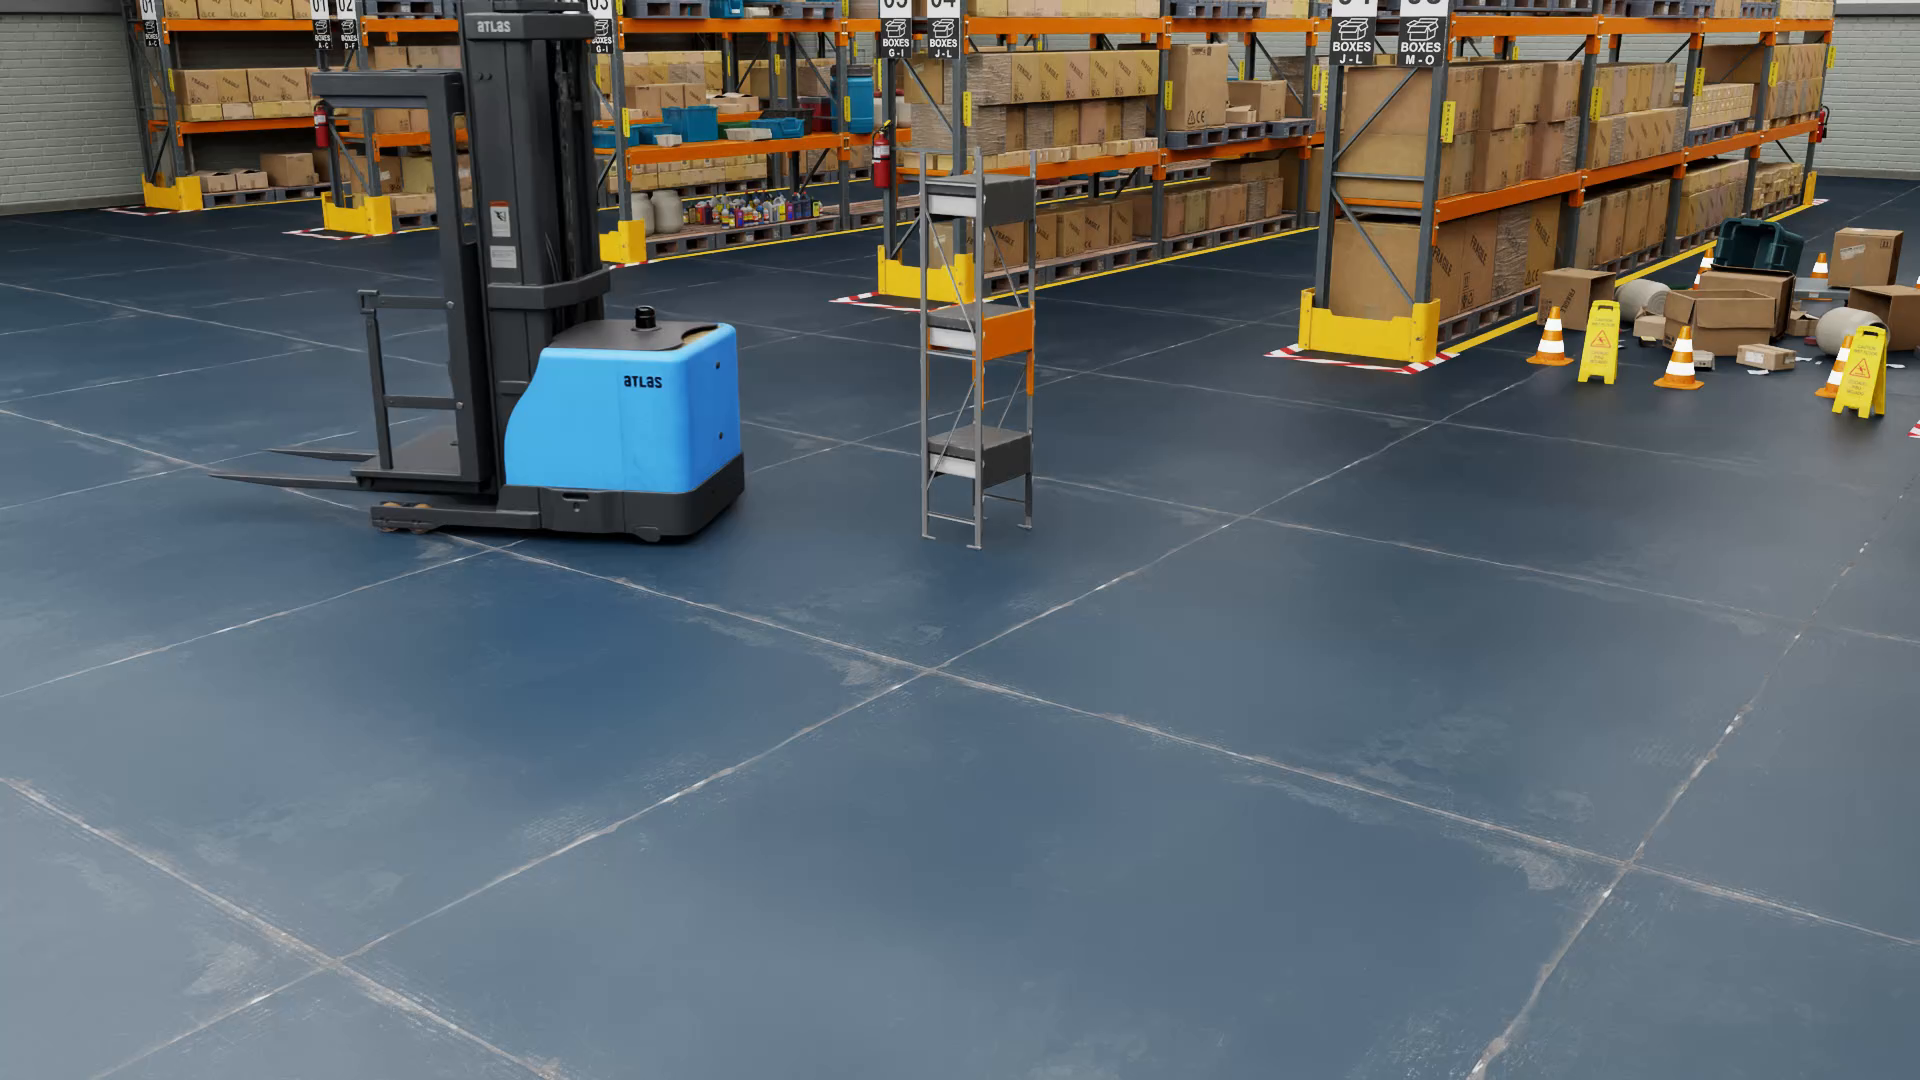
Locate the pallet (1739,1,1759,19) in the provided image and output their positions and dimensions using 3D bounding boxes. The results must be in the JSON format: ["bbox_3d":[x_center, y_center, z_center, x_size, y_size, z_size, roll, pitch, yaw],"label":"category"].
[{"bbox_3d":[9.637,-6.899,21.662,1.213,0.211,1.003,12,21,35],"label":"pallet"}]

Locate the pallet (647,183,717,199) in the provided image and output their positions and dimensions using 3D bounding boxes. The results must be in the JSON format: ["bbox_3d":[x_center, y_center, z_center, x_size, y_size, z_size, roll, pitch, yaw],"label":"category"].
[{"bbox_3d":[-4.804,-5.821,27.633,1.003,0.211,1.213,12,21,35],"label":"pallet"}]

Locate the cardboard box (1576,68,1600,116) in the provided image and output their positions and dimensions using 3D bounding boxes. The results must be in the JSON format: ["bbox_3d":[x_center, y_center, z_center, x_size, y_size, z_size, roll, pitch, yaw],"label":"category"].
[{"bbox_3d":[6.230,-4.671,17.374,0.700,0.500,0.500,12,21,34],"label":"cardboard box"}]

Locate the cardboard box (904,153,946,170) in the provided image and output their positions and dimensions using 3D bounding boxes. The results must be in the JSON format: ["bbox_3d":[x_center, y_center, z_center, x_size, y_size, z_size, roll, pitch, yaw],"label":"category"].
[{"bbox_3d":[-0.363,-3.959,17.358,0.380,0.149,0.250,12,21,35],"label":"cardboard box"}]

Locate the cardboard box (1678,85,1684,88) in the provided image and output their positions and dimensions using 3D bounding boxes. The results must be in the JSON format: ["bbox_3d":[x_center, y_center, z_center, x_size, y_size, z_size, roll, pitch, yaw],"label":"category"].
[{"bbox_3d":[9.483,-6.036,22.336,0.380,0.149,0.250,12,21,34],"label":"cardboard box"}]

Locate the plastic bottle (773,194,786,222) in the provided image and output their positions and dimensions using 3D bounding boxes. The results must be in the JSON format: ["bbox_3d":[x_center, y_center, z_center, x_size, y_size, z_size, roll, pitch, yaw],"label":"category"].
[{"bbox_3d":[-2.421,-4.421,22.146,0.144,0.351,0.185,12,21,34],"label":"plastic bottle"}]

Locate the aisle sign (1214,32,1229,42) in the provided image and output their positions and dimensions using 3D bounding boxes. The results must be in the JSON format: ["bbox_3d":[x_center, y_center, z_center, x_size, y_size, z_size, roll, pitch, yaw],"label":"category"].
[{"bbox_3d":[4.993,-9.972,31.913,0.394,0.787,0.004,12,21,35],"label":"aisle sign"}]

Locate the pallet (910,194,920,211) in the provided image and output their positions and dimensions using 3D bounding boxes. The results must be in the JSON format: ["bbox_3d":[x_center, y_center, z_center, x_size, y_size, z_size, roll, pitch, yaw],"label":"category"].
[{"bbox_3d":[-0.071,-5.246,25.780,1.003,0.211,1.213,12,21,35],"label":"pallet"}]

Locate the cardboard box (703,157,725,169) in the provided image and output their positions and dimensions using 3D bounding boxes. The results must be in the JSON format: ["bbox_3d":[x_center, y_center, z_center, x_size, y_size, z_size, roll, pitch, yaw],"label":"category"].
[{"bbox_3d":[-4.276,-6.374,27.693,0.500,0.311,0.500,12,21,34],"label":"cardboard box"}]

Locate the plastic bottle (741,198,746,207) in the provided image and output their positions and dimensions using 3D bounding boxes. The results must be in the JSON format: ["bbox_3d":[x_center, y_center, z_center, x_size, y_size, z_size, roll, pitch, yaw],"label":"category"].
[{"bbox_3d":[-2.946,-4.504,22.549,0.097,0.271,0.097,0,17,0],"label":"plastic bottle"}]

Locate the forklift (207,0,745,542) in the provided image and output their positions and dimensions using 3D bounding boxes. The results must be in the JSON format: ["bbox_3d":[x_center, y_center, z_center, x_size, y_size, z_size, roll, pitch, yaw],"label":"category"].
[{"bbox_3d":[-2.856,-1.583,9.400,3.031,2.935,1.130,3,18,10],"label":"forklift"}]

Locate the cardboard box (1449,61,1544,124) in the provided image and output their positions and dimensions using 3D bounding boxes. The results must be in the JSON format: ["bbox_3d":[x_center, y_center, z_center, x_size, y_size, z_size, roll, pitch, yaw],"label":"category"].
[{"bbox_3d":[5.025,-4.276,15.883,0.875,0.550,0.550,12,21,35],"label":"cardboard box"}]

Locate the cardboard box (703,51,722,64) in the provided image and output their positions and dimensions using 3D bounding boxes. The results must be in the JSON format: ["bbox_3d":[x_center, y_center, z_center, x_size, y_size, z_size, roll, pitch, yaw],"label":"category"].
[{"bbox_3d":[-5.224,-9.860,33.967,0.500,0.250,0.500,13,22,36],"label":"cardboard box"}]

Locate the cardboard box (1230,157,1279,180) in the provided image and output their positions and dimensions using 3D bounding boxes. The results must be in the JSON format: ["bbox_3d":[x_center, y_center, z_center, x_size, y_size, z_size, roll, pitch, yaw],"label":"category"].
[{"bbox_3d":[4.024,-5.090,22.784,0.500,0.250,0.500,13,22,37],"label":"cardboard box"}]

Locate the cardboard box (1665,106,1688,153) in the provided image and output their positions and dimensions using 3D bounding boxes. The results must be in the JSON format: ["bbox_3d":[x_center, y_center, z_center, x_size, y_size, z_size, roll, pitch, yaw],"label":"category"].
[{"bbox_3d":[8.270,-4.872,19.708,0.500,0.500,0.500,12,21,35],"label":"cardboard box"}]

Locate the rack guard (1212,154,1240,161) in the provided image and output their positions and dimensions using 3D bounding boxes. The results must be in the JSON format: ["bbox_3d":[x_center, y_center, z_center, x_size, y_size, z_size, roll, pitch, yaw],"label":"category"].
[{"bbox_3d":[5.192,-7.475,32.471,1.175,0.500,0.348,12,21,35],"label":"rack guard"}]

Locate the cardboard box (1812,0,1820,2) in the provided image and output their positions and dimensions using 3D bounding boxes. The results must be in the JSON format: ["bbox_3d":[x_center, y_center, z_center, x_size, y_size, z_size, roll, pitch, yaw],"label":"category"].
[{"bbox_3d":[12.408,-8.086,24.577,0.500,0.250,0.500,13,21,35],"label":"cardboard box"}]

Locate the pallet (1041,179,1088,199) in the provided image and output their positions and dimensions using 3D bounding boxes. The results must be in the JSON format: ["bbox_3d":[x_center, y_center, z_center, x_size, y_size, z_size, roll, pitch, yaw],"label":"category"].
[{"bbox_3d":[1.585,-5.908,27.913,1.003,0.211,1.213,12,21,35],"label":"pallet"}]

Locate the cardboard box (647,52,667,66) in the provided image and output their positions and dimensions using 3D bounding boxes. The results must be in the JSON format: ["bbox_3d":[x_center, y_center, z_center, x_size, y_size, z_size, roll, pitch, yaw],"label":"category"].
[{"bbox_3d":[-6.144,-9.497,32.798,0.500,0.250,0.500,12,21,34],"label":"cardboard box"}]

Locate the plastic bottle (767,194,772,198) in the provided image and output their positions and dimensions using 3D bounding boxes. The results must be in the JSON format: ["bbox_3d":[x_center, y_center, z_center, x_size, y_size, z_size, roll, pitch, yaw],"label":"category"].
[{"bbox_3d":[-2.674,-4.632,22.951,0.152,0.276,0.135,13,22,37],"label":"plastic bottle"}]

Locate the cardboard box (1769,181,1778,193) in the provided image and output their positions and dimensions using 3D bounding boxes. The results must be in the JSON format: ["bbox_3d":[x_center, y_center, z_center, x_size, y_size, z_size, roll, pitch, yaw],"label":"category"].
[{"bbox_3d":[11.921,-5.258,24.714,0.380,0.149,0.250,12,21,34],"label":"cardboard box"}]

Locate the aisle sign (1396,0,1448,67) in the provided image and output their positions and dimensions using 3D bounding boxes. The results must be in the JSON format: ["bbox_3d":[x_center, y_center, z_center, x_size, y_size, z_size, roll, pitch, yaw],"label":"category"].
[{"bbox_3d":[3.754,-4.246,13.474,0.394,0.787,0.004,12,21,35],"label":"aisle sign"}]

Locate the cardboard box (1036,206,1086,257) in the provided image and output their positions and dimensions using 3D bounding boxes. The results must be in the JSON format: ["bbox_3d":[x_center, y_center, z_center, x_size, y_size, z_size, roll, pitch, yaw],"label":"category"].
[{"bbox_3d":[1.103,-3.546,19.113,0.500,0.500,0.500,10,20,30],"label":"cardboard box"}]

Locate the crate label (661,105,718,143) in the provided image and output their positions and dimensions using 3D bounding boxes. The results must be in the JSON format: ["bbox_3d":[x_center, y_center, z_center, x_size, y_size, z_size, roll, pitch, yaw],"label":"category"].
[{"bbox_3d":[-3.466,-5.353,21.363,0.502,0.435,0.616,12,21,35],"label":"crate label"}]

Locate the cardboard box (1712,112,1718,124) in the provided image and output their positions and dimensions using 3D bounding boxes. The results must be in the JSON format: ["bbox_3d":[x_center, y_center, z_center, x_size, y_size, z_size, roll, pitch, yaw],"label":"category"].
[{"bbox_3d":[9.540,-5.447,21.442,0.380,0.149,0.250,13,21,35],"label":"cardboard box"}]

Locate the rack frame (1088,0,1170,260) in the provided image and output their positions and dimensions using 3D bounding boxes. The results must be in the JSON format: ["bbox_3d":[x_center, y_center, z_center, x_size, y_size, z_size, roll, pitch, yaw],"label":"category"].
[{"bbox_3d":[2.016,-4.927,20.053,1.000,3.000,0.127,12,21,35],"label":"rack frame"}]

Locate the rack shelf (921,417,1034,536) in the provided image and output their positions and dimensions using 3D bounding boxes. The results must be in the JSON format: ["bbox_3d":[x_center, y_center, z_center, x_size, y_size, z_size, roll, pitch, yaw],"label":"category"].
[{"bbox_3d":[0.099,-0.361,9.271,0.431,0.518,0.480,12,21,35],"label":"rack shelf"}]

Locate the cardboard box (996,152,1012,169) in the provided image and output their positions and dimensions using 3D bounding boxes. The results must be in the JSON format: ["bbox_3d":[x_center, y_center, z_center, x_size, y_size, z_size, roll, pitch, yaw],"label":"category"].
[{"bbox_3d":[0.319,-3.993,17.469,0.380,0.149,0.250,12,21,35],"label":"cardboard box"}]

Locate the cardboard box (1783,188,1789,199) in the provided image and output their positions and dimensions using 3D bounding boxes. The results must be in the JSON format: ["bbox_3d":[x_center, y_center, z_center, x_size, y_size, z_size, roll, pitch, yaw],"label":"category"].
[{"bbox_3d":[12.406,-5.302,25.358,0.380,0.149,0.250,11,21,32],"label":"cardboard box"}]

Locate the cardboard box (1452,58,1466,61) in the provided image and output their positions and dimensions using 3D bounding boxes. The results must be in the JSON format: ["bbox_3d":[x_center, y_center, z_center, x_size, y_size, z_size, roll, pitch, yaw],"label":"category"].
[{"bbox_3d":[7.879,-7.571,27.052,0.500,0.500,0.500,12,21,33],"label":"cardboard box"}]

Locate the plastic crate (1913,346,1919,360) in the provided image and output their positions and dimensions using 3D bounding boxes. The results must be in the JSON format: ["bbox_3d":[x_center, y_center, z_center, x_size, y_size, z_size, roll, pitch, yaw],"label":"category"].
[{"bbox_3d":[8.381,-1.553,14.109,0.402,0.080,0.583,5,18,16],"label":"plastic crate"}]

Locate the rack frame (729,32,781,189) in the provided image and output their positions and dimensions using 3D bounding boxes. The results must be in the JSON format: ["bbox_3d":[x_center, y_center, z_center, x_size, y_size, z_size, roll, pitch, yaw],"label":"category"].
[{"bbox_3d":[-3.554,-7.631,28.760,1.000,3.000,0.127,12,21,35],"label":"rack frame"}]

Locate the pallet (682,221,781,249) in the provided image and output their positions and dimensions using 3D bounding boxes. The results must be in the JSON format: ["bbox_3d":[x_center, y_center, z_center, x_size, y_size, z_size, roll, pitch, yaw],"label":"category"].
[{"bbox_3d":[-3.122,-4.026,21.854,1.003,0.211,1.213,12,21,35],"label":"pallet"}]

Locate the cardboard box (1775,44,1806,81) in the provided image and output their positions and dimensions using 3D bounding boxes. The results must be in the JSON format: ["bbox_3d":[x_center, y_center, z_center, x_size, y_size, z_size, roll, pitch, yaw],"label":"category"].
[{"bbox_3d":[12.099,-7.027,24.457,0.500,0.500,0.500,12,21,33],"label":"cardboard box"}]

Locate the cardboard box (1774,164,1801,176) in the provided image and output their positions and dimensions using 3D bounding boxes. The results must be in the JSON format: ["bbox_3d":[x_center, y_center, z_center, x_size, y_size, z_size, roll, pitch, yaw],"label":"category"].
[{"bbox_3d":[12.729,-5.703,25.648,0.380,0.149,0.250,12,21,33],"label":"cardboard box"}]

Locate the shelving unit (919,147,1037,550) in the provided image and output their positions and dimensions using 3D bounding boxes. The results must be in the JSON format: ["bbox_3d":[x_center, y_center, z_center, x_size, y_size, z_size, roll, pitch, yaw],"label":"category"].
[{"bbox_3d":[0.099,-1.042,9.059,0.431,2.100,0.503,12,21,35],"label":"shelving unit"}]

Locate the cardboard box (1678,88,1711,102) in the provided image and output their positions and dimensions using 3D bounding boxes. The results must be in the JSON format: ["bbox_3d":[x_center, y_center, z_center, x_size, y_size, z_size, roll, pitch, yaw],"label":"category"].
[{"bbox_3d":[9.219,-5.605,20.948,0.380,0.149,0.250,11,21,32],"label":"cardboard box"}]

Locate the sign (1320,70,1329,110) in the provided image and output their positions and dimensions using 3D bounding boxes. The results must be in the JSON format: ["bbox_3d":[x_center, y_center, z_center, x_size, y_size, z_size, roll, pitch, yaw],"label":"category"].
[{"bbox_3d":[3.128,-3.839,14.197,0.100,0.325,0.005,12,21,35],"label":"sign"}]

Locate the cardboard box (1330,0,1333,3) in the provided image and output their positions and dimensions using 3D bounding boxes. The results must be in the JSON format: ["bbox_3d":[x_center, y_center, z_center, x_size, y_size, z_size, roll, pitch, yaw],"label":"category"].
[{"bbox_3d":[5.149,-7.940,23.820,0.500,0.500,0.500,14,22,38],"label":"cardboard box"}]

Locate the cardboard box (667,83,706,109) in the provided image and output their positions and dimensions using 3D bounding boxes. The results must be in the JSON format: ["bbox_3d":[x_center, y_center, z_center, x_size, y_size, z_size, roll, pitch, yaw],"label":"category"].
[{"bbox_3d":[-4.541,-7.277,27.449,0.500,0.500,0.500,11,20,32],"label":"cardboard box"}]

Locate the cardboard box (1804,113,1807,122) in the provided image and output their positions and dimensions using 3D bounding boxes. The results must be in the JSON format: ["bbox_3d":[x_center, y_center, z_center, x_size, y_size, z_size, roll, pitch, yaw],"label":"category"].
[{"bbox_3d":[12.806,-6.522,25.613,0.380,0.149,0.250,12,21,34],"label":"cardboard box"}]

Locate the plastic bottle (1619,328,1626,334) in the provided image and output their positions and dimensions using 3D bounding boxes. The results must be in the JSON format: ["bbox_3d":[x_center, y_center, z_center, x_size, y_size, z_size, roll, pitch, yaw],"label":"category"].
[{"bbox_3d":[6.009,-1.943,15.398,0.283,0.061,0.133,5,18,16],"label":"plastic bottle"}]

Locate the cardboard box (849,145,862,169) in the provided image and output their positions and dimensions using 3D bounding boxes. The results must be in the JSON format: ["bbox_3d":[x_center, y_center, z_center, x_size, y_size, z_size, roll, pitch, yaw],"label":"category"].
[{"bbox_3d":[-2.136,-7.075,30.442,0.500,0.500,0.500,12,21,33],"label":"cardboard box"}]

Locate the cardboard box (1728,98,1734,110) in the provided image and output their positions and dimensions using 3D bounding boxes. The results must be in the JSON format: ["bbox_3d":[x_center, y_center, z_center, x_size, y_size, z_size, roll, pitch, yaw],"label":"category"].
[{"bbox_3d":[10.006,-5.776,21.999,0.380,0.149,0.250,11,20,32],"label":"cardboard box"}]

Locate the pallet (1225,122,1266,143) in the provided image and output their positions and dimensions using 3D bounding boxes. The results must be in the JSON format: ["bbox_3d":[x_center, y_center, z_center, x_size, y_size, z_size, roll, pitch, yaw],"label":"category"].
[{"bbox_3d":[3.253,-5.310,21.607,1.003,0.211,1.213,12,21,35],"label":"pallet"}]

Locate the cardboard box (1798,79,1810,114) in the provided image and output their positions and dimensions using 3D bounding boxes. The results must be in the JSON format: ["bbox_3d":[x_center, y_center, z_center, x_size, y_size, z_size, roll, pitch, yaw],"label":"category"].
[{"bbox_3d":[12.423,-6.678,25.020,0.500,0.500,0.500,13,21,35],"label":"cardboard box"}]

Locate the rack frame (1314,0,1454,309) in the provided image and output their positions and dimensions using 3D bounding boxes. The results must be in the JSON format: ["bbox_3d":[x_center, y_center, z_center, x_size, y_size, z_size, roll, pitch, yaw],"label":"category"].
[{"bbox_3d":[3.556,-3.074,14.085,1.000,3.000,0.127,12,21,35],"label":"rack frame"}]

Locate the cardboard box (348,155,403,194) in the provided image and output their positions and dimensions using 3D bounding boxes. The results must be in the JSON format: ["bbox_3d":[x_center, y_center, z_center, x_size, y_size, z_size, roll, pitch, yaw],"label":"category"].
[{"bbox_3d":[-8.240,-5.152,23.440,0.500,0.500,0.500,12,21,35],"label":"cardboard box"}]

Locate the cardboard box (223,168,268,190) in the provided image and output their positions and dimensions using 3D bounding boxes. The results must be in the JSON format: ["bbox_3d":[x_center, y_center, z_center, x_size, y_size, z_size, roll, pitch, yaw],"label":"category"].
[{"bbox_3d":[-11.477,-5.811,26.691,0.500,0.311,0.500,15,22,39],"label":"cardboard box"}]

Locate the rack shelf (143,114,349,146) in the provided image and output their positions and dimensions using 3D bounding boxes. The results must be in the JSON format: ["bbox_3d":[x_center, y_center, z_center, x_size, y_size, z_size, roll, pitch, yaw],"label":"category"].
[{"bbox_3d":[-11.110,-6.733,27.081,1.077,0.370,4.000,12,21,35],"label":"rack shelf"}]

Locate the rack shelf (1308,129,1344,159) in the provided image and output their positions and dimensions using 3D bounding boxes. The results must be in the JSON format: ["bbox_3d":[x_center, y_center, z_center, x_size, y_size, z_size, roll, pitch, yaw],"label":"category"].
[{"bbox_3d":[5.591,-6.013,24.761,1.077,0.370,4.000,12,21,35],"label":"rack shelf"}]

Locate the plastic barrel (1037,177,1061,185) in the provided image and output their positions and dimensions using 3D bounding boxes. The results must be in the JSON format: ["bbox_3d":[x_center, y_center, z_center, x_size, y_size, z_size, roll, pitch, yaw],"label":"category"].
[{"bbox_3d":[1.372,-6.193,27.485,0.600,0.588,0.708,12,21,35],"label":"plastic barrel"}]

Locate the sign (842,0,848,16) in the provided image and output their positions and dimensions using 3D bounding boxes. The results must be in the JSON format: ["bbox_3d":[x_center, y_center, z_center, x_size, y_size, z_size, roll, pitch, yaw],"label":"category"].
[{"bbox_3d":[-1.527,-7.139,22.103,0.100,0.325,0.005,12,21,35],"label":"sign"}]
